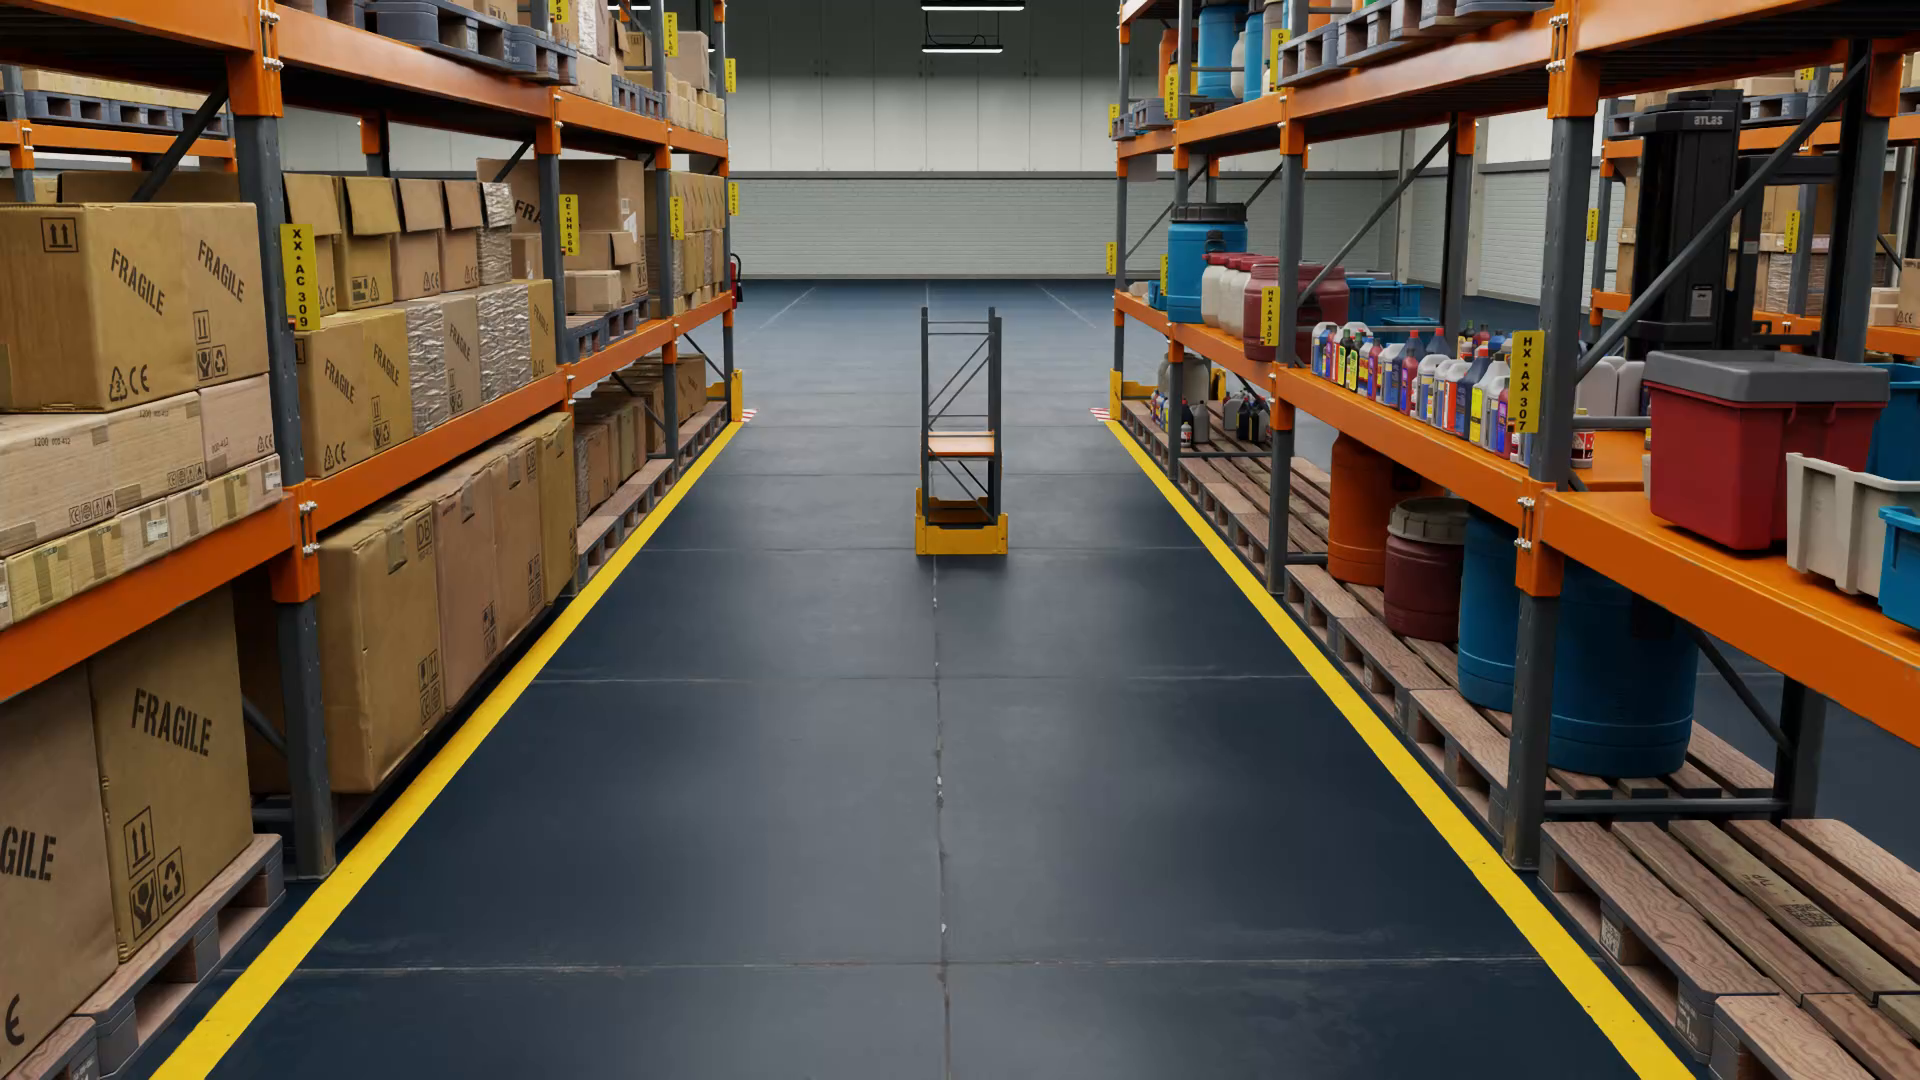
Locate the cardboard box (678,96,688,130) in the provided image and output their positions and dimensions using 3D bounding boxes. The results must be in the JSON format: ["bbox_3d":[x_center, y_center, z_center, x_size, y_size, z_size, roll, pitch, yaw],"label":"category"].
[{"bbox_3d":[-2.534,-3.532,13.757,0.500,0.250,0.500,0,11,-2],"label":"cardboard box"}]

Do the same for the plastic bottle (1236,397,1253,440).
[{"bbox_3d":[2.441,-1.039,14.192,0.144,0.351,0.185,0,11,-1],"label":"plastic bottle"}]

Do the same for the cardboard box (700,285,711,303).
[{"bbox_3d":[-2.499,-2.258,15.277,0.380,0.149,0.250,0,11,-1],"label":"cardboard box"}]

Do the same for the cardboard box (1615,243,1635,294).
[{"bbox_3d":[7.054,-2.731,16.724,0.700,0.500,0.500,0,11,-1],"label":"cardboard box"}]

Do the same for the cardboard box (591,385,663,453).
[{"bbox_3d":[-2.733,-1.000,13.675,0.500,0.500,0.500,-1,11,-3],"label":"cardboard box"}]

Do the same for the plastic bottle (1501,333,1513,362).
[{"bbox_3d":[2.702,-0.877,8.161,0.097,0.271,0.097,0,11,0],"label":"plastic bottle"}]

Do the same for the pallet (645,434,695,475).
[{"bbox_3d":[-2.814,-0.706,14.010,1.003,0.211,1.213,0,11,-1],"label":"pallet"}]

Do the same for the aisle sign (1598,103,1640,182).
[{"bbox_3d":[6.750,-4.061,16.991,0.394,0.787,0.004,0,11,-1],"label":"aisle sign"}]

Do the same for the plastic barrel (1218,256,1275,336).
[{"bbox_3d":[2.003,-1.690,11.502,0.433,0.535,0.433,0,11,0],"label":"plastic barrel"}]

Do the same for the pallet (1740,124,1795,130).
[{"bbox_3d":[7.074,-3.818,15.011,1.003,0.211,1.213,0,11,-1],"label":"pallet"}]

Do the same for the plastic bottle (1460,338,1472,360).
[{"bbox_3d":[2.689,-0.966,8.775,0.097,0.201,0.097,0,11,0],"label":"plastic bottle"}]

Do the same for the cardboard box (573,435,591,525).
[{"bbox_3d":[-2.740,-0.378,10.560,0.700,0.500,0.500,-1,12,-6],"label":"cardboard box"}]

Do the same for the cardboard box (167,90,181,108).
[{"bbox_3d":[-7.441,-4.069,15.352,0.380,0.149,0.250,0,11,-2],"label":"cardboard box"}]

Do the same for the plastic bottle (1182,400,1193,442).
[{"bbox_3d":[1.886,-1.004,14.021,0.144,0.351,0.185,-1,11,-3],"label":"plastic bottle"}]

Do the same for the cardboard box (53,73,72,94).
[{"bbox_3d":[-7.400,-3.666,13.366,0.380,0.149,0.250,0,11,-1],"label":"cardboard box"}]

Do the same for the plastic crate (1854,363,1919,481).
[{"bbox_3d":[2.703,-0.300,4.882,0.392,0.384,0.575,0,11,-1],"label":"plastic crate"}]

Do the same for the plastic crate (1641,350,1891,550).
[{"bbox_3d":[2.120,-0.252,4.445,0.402,0.464,0.583,0,11,-1],"label":"plastic crate"}]

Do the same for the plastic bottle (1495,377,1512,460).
[{"bbox_3d":[1.971,-0.435,5.954,0.061,0.283,0.133,0,11,-1],"label":"plastic bottle"}]

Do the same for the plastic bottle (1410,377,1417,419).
[{"bbox_3d":[1.966,-0.618,7.061,0.097,0.201,0.097,0,11,0],"label":"plastic bottle"}]

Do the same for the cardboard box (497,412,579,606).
[{"bbox_3d":[-2.688,-0.172,8.649,1.225,0.875,0.875,-1,11,-4],"label":"cardboard box"}]

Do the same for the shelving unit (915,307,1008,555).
[{"bbox_3d":[-0.002,-0.750,10.985,0.587,1.500,1.083,0,11,-1],"label":"shelving unit"}]

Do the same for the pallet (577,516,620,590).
[{"bbox_3d":[-2.697,0.067,10.199,1.003,0.211,1.213,0,11,-1],"label":"pallet"}]

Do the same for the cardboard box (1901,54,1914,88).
[{"bbox_3d":[7.143,-3.459,12.343,0.500,0.250,0.500,1,12,5],"label":"cardboard box"}]

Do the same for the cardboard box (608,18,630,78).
[{"bbox_3d":[-2.854,-3.572,12.263,0.797,0.503,0.637,-1,11,-4],"label":"cardboard box"}]

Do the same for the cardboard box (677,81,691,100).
[{"bbox_3d":[-2.488,-3.806,14.105,0.380,0.149,0.250,0,11,-2],"label":"cardboard box"}]

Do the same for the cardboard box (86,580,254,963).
[{"bbox_3d":[-2.666,0.618,4.758,0.875,0.875,0.875,0,11,-1],"label":"cardboard box"}]

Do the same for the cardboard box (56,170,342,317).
[{"bbox_3d":[-2.621,-1.017,5.753,0.797,0.503,0.637,-1,11,-3],"label":"cardboard box"}]

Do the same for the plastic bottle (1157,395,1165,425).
[{"bbox_3d":[1.840,-1.184,15.106,0.097,0.271,0.097,0,11,0],"label":"plastic bottle"}]

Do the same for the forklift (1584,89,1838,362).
[{"bbox_3d":[5.508,-1.596,11.552,3.031,2.935,1.130,1,12,5],"label":"forklift"}]

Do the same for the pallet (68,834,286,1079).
[{"bbox_3d":[-2.662,1.169,4.768,1.003,0.211,1.213,0,11,-1],"label":"pallet"}]

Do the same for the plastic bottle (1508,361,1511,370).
[{"bbox_3d":[2.147,-0.564,6.420,0.144,0.351,0.185,0,11,-1],"label":"plastic bottle"}]

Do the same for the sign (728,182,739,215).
[{"bbox_3d":[-2.292,-3.455,16.840,0.100,0.325,0.005,0,11,-1],"label":"sign"}]

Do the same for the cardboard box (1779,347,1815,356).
[{"bbox_3d":[7.425,-1.398,14.380,0.500,0.500,0.500,0,11,-1],"label":"cardboard box"}]

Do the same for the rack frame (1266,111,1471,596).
[{"bbox_3d":[2.270,-1.165,9.257,1.000,3.000,0.127,0,11,-1],"label":"rack frame"}]

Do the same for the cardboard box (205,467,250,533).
[{"bbox_3d":[-2.260,-0.116,4.717,0.380,0.149,0.250,0,11,0],"label":"cardboard box"}]

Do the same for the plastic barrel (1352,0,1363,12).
[{"bbox_3d":[2.279,-2.938,8.318,0.600,0.830,0.708,0,11,-1],"label":"plastic barrel"}]

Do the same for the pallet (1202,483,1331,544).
[{"bbox_3d":[2.271,-0.194,11.486,1.003,0.211,1.213,0,11,-1],"label":"pallet"}]

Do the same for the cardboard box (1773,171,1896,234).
[{"bbox_3d":[7.124,-2.753,13.568,0.700,0.500,0.500,0,11,-1],"label":"cardboard box"}]

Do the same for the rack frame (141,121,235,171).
[{"bbox_3d":[-7.808,-2.734,16.993,1.000,3.000,0.127,0,11,-1],"label":"rack frame"}]

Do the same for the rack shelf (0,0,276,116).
[{"bbox_3d":[-2.558,-1.069,3.051,1.077,0.370,4.000,0,11,-1],"label":"rack shelf"}]

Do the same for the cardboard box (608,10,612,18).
[{"bbox_3d":[-3.029,-3.938,13.124,0.500,0.500,0.500,-1,11,-3],"label":"cardboard box"}]

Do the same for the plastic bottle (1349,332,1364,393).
[{"bbox_3d":[1.927,-0.856,8.026,0.061,0.283,0.133,0,11,-1],"label":"plastic bottle"}]

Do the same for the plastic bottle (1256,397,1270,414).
[{"bbox_3d":[2.586,-1.040,14.195,0.144,0.351,0.185,0,11,0],"label":"plastic bottle"}]

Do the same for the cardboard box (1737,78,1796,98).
[{"bbox_3d":[6.842,-3.840,14.120,0.380,0.149,0.250,0,11,-1],"label":"cardboard box"}]

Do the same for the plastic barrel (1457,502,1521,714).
[{"bbox_3d":[2.344,0.204,6.731,0.600,0.901,0.708,0,11,-1],"label":"plastic barrel"}]

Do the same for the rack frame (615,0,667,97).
[{"bbox_3d":[-2.765,-4.880,12.479,1.000,3.000,0.127,0,11,-1],"label":"rack frame"}]

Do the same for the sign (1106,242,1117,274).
[{"bbox_3d":[1.555,-2.889,17.061,0.100,0.325,0.005,0,11,-1],"label":"sign"}]

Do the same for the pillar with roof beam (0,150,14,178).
[{"bbox_3d":[-14.672,-9.067,33.117,9.100,9.000,0.548,0,11,-1],"label":"pillar with roof beam"}]

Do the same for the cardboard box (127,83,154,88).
[{"bbox_3d":[-7.490,-4.136,14.679,0.500,0.250,0.500,0,11,-1],"label":"cardboard box"}]

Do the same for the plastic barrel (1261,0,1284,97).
[{"bbox_3d":[2.428,-3.446,11.693,0.600,0.901,0.600,0,11,0],"label":"plastic barrel"}]

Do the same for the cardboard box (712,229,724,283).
[{"bbox_3d":[-2.733,-2.721,15.928,0.875,0.500,0.500,0,11,-1],"label":"cardboard box"}]

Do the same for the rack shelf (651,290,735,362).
[{"bbox_3d":[-2.806,-1.985,15.107,1.077,0.370,4.000,0,11,-1],"label":"rack shelf"}]

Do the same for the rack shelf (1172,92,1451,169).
[{"bbox_3d":[2.229,-2.680,10.989,1.077,0.370,4.000,0,11,-1],"label":"rack shelf"}]

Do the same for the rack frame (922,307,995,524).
[{"bbox_3d":[-0.012,-0.853,11.492,0.500,1.500,0.032,0,11,-1],"label":"rack frame"}]
